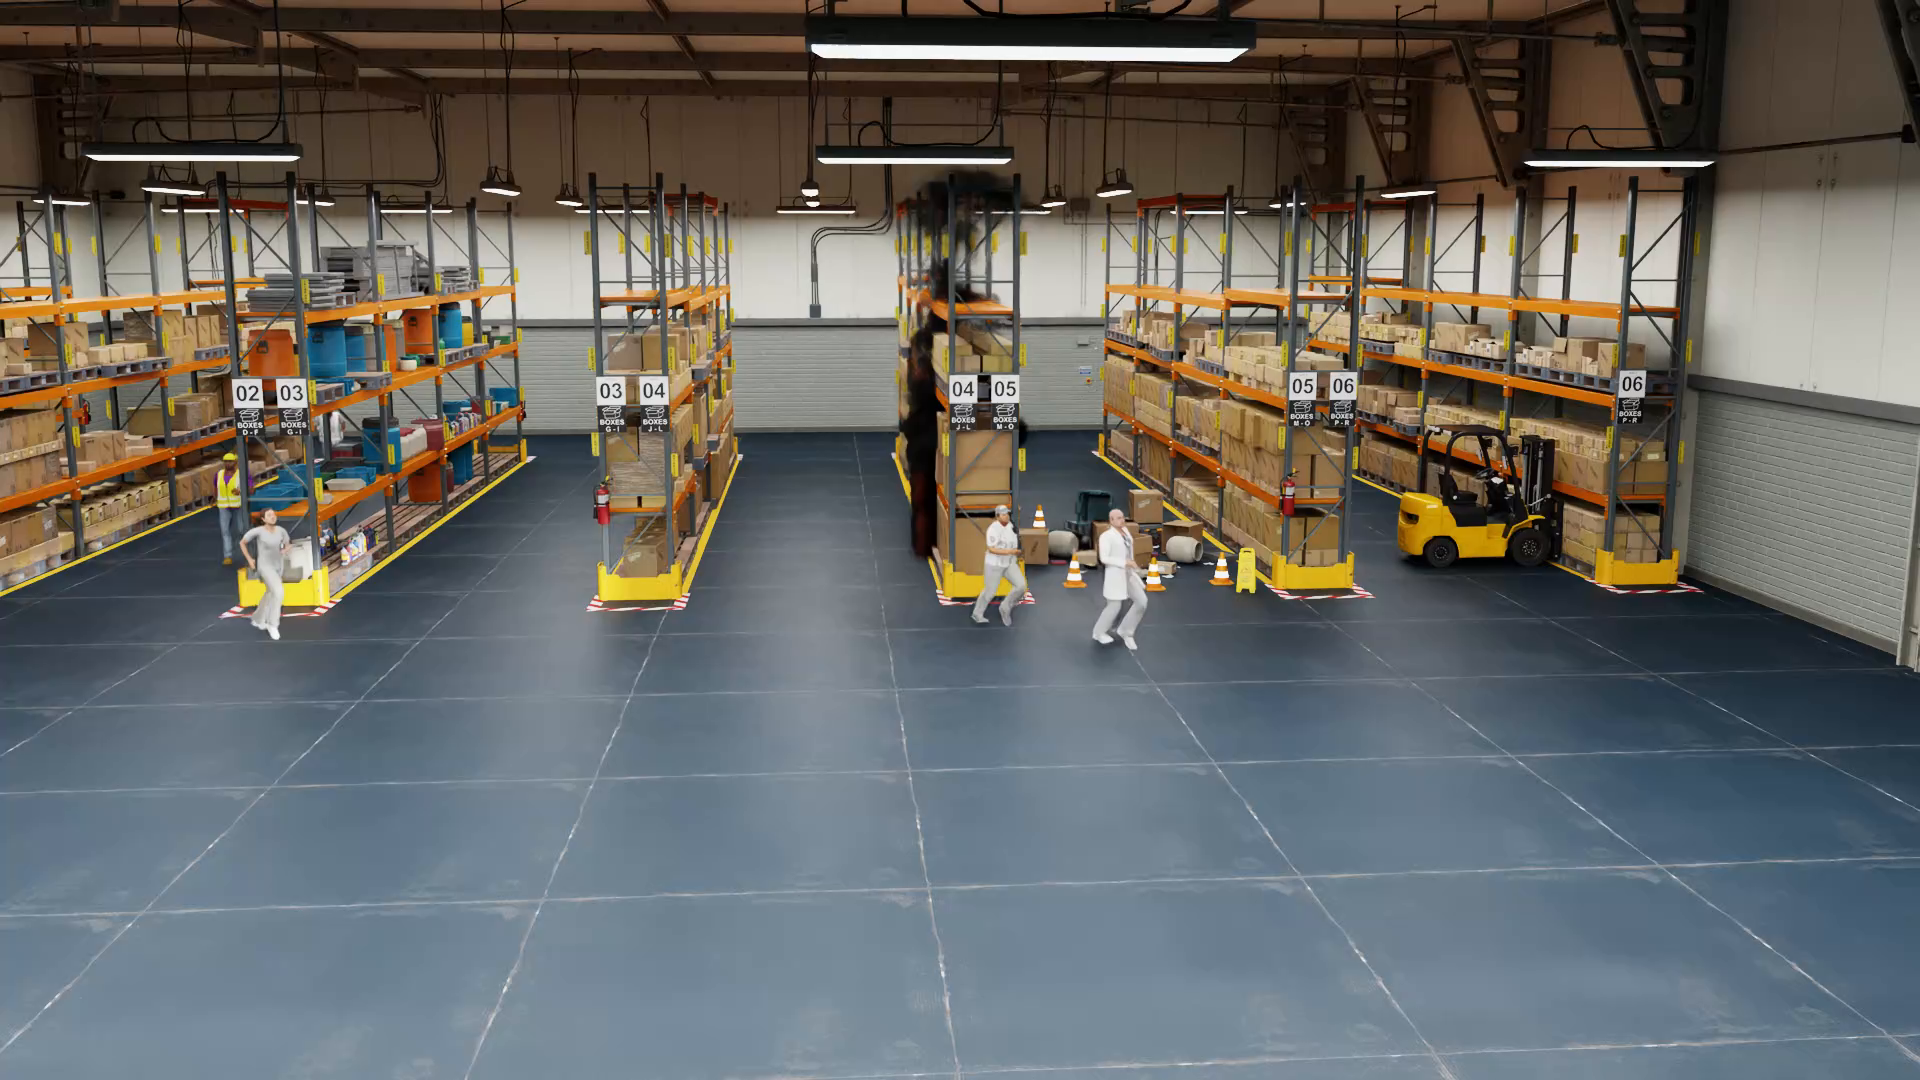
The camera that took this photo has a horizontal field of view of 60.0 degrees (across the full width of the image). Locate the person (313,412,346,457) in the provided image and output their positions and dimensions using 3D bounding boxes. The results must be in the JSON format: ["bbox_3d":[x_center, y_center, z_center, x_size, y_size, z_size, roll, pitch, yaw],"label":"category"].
[{"bbox_3d":[-13.427,-2.070,35.398,0.646,1.817,0.722,-2,10,-13],"label":"person"}]

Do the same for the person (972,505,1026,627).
[{"bbox_3d":[0.555,0.336,22.029,0.618,1.646,0.828,-9,13,-42],"label":"person"}]

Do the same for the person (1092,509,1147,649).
[{"bbox_3d":[2.013,0.498,20.931,0.718,1.796,0.789,-9,14,-42],"label":"person"}]

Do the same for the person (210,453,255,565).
[{"bbox_3d":[-11.595,-0.520,26.512,0.710,1.747,0.968,-1,10,-7],"label":"person"}]

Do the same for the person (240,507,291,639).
[{"bbox_3d":[-8.979,0.409,21.634,0.686,1.703,0.553,5,11,28],"label":"person"}]
